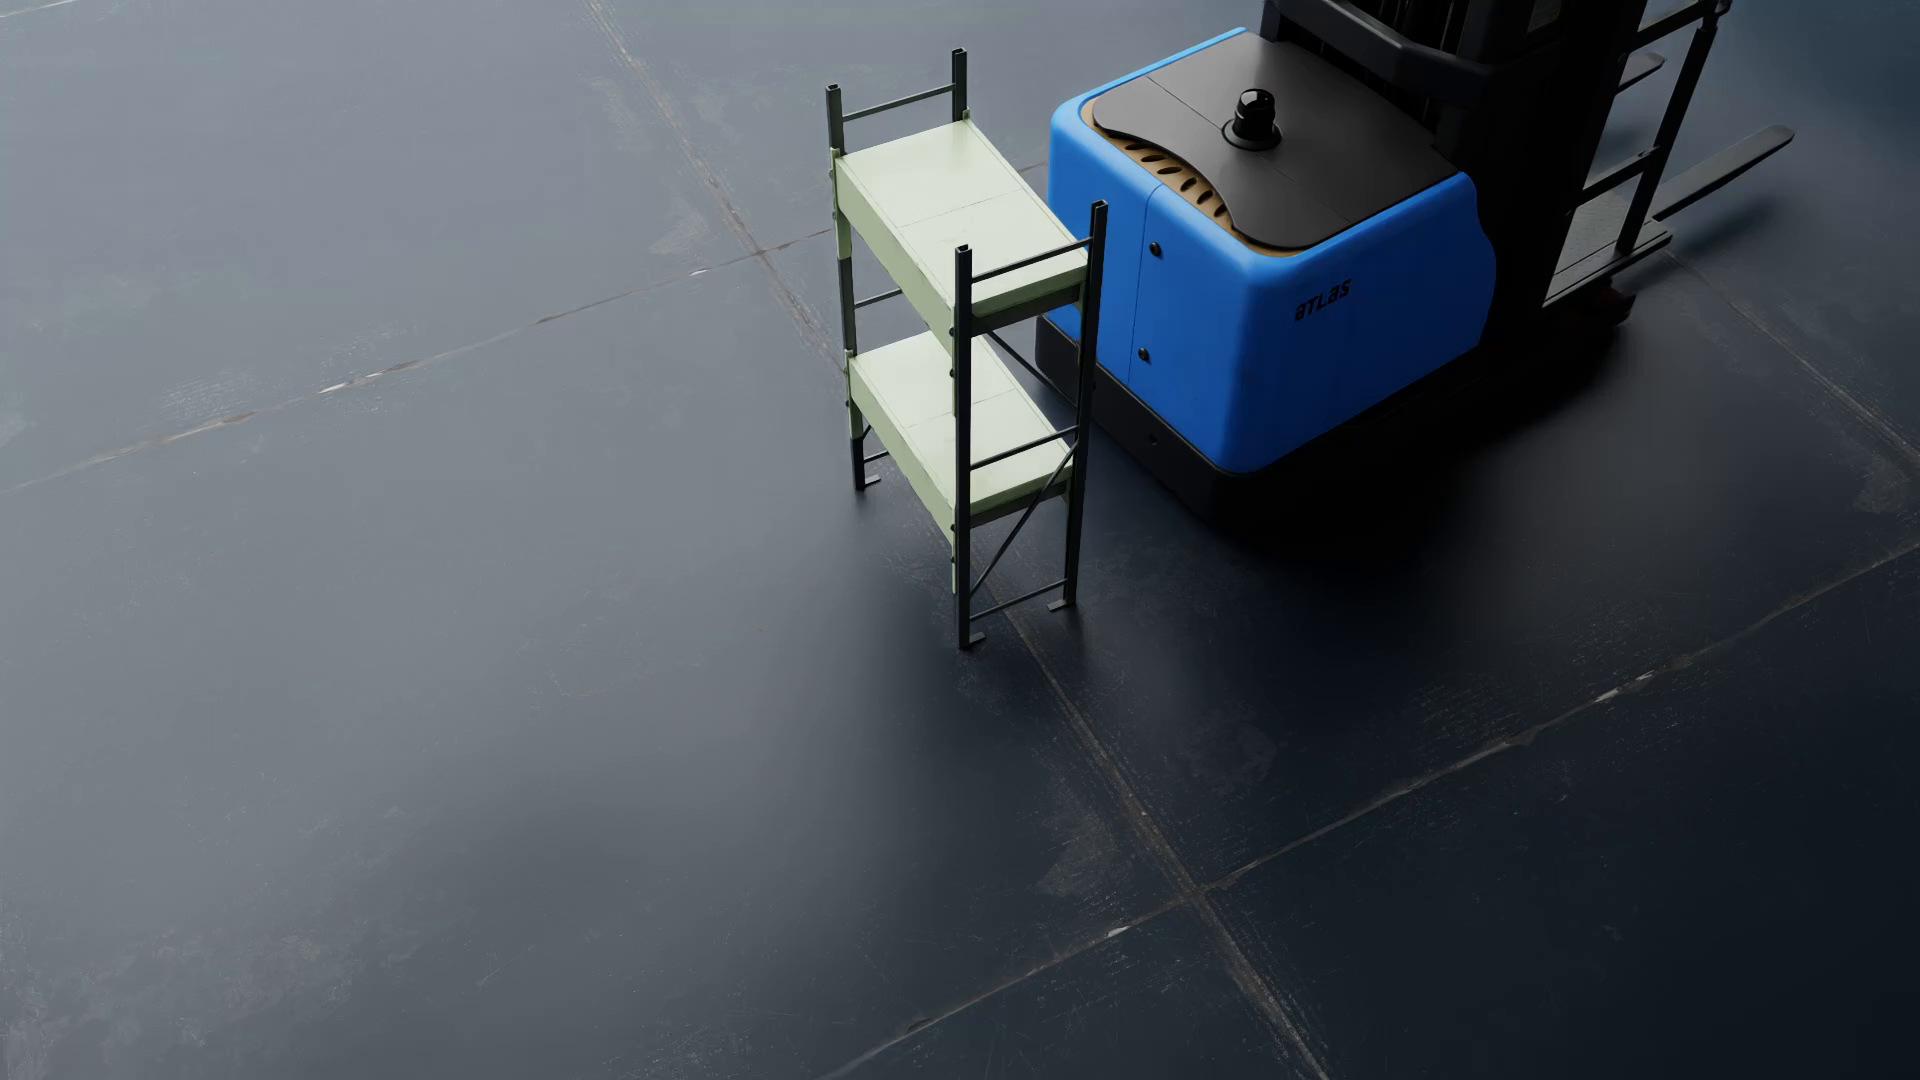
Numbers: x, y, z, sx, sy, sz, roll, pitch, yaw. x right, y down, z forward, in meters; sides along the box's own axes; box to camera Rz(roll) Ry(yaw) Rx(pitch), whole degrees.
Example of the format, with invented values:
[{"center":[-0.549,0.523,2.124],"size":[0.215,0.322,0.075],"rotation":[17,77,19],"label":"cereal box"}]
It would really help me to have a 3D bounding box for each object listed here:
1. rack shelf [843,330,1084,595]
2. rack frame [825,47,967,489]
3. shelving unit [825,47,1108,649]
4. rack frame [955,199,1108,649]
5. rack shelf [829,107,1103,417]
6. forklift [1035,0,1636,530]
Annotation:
[{"center":[0.003,-0.275,4.927],"size":[0.431,0.370,0.720],"rotation":[-21,52,-18],"label":"rack shelf"},{"center":[-0.164,-0.734,4.896],"size":[0.400,1.500,0.023],"rotation":[-21,52,-18],"label":"rack frame"},{"center":[0.003,-0.489,4.682],"size":[0.431,1.500,0.755],"rotation":[-21,52,-18],"label":"shelving unit"},{"center":[0.171,-0.244,4.467],"size":[0.400,1.500,0.023],"rotation":[-21,52,-18],"label":"rack frame"},{"center":[0.003,-0.746,4.388],"size":[0.431,0.370,0.720],"rotation":[-21,52,-18],"label":"rack shelf"},{"center":[1.749,-1.903,4.967],"size":[3.031,2.935,1.130],"rotation":[-29,55,-23],"label":"forklift"}]
